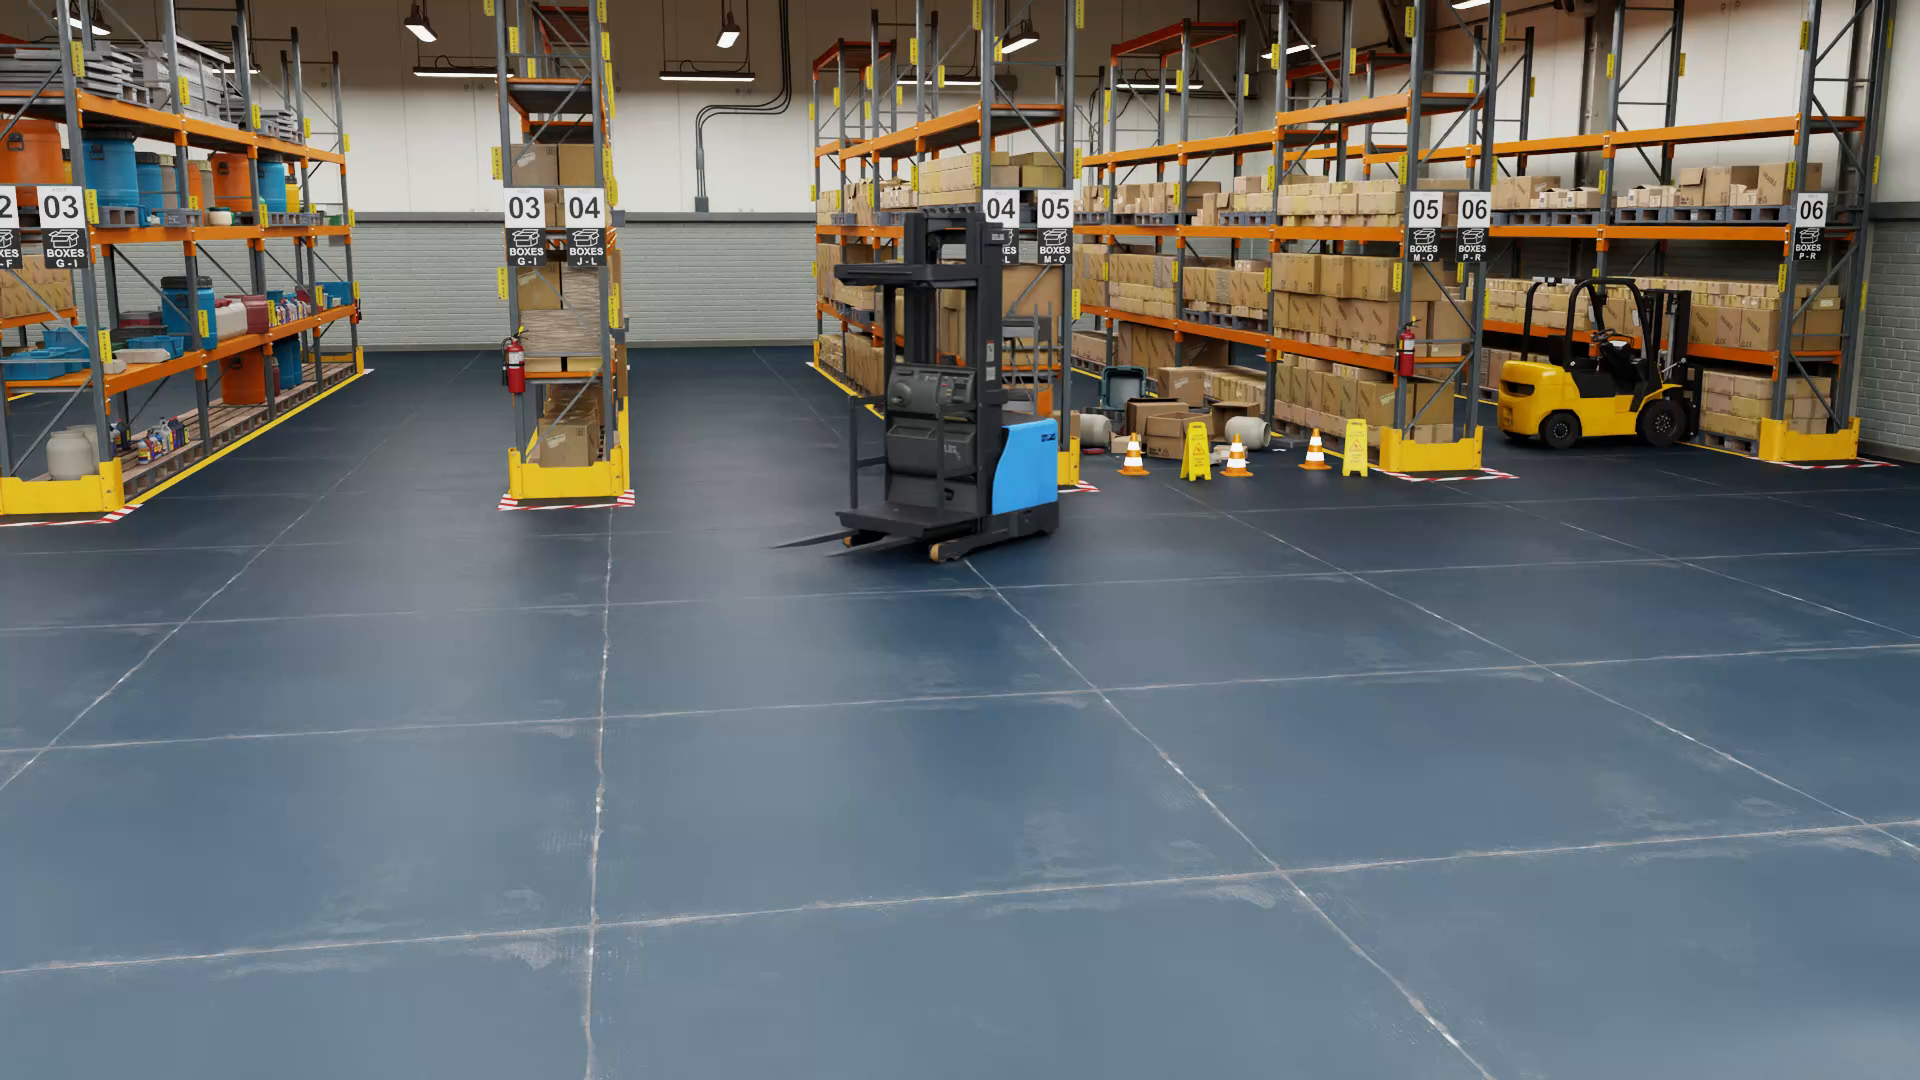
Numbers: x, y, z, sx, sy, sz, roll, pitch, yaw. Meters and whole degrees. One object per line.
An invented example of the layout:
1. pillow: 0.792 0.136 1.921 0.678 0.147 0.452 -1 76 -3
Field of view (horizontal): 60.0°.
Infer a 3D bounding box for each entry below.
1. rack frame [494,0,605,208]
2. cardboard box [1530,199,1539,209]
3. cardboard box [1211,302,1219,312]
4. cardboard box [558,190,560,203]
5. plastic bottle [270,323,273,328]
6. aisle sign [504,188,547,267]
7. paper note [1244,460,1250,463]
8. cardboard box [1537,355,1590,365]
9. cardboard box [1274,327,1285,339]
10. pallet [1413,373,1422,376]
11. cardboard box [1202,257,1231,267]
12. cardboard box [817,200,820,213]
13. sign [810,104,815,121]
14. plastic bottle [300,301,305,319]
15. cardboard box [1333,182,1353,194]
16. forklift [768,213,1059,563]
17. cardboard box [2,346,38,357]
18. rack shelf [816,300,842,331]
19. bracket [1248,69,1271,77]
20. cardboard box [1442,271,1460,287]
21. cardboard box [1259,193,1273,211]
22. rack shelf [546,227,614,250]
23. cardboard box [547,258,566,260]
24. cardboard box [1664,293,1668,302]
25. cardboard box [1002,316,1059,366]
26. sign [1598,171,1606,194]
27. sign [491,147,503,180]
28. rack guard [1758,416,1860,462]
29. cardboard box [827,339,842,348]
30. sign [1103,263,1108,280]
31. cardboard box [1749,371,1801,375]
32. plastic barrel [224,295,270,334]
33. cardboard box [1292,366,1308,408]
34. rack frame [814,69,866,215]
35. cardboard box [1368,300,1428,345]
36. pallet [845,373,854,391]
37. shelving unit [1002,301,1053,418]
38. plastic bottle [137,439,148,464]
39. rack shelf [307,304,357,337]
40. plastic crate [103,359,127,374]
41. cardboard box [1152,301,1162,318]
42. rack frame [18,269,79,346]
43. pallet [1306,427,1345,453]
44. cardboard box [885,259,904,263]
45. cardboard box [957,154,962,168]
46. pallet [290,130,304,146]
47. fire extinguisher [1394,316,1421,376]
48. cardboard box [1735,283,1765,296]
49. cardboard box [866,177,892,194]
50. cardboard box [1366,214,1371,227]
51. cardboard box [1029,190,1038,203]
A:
1. rack frame: -4.163 -4.888 16.810 1.000 3.000 0.127 -2 11 -11
2. cardboard box: 8.986 -5.154 25.510 0.380 0.149 0.250 -2 11 -12
3. cardboard box: 4.069 -3.587 25.571 0.380 0.149 0.250 -1 11 -8
4. cardboard box: -4.115 -3.688 17.865 0.380 0.149 0.250 -2 11 -12
5. plastic bottle: -10.364 -3.324 24.948 0.061 0.283 0.133 -2 11 -11
6. aisle sign: -4.445 -3.196 17.011 0.394 0.787 0.004 -2 11 -11
7. paper note: 3.421 -0.944 20.072 0.148 0.019 0.142 -6 13 -31
8. cardboard box: 9.392 -2.494 25.503 0.875 0.625 0.625 -2 11 -12
9. cardboard box: 4.526 -2.842 22.777 0.380 0.149 0.250 -2 11 -11
10. pallet: 8.528 -2.941 30.086 1.003 0.211 1.213 -2 11 -11
11. cardboard box: 4.146 -4.408 27.392 0.500 0.500 0.500 -2 11 -13
12. cardboard box: -2.558 -6.591 32.843 0.500 0.250 0.500 -2 11 -10
13. sign: -2.922 -8.462 32.879 0.100 0.325 0.005 -2 11 -11
14. plastic bottle: -10.872 -3.803 27.466 0.061 0.283 0.133 -2 11 -11
15. cardboard box: 4.871 -4.374 20.673 0.380 0.149 0.250 -2 11 -10
16. forklift: -0.387 -1.349 14.443 1.130 2.935 3.031 8 14 38
17. cardboard box: -16.585 -3.116 29.047 0.797 0.503 0.637 -2 11 -11
18. rack shelf: -2.001 -4.317 31.779 1.077 0.370 4.000 -2 11 -11
19. bracket: 6.701 -11.235 40.531 0.076 0.066 5.218 -2 11 -11
20. cardboard box: 8.371 -4.499 29.414 0.797 0.503 0.637 -2 11 -12
21. cardboard box: 4.524 -4.743 23.348 0.500 0.250 0.500 -2 11 -12
22. rack shelf: -5.330 -4.161 22.939 1.077 0.370 4.000 -2 11 -11
23. cardboard box: -4.799 -2.994 19.169 0.500 0.500 0.500 -2 11 -11
24. cardboard box: 9.672 -3.280 22.404 0.380 0.149 0.250 -2 11 -13
25. cardboard box: 0.605 -2.243 18.556 0.875 0.550 0.550 -2 11 -11
26. sign: 9.117 -5.077 23.599 0.100 0.325 0.005 -2 11 -11
27. sign: -4.712 -3.833 16.921 0.100 0.325 0.005 -2 11 -11
28. rack guard: 10.430 -1.250 20.427 1.175 0.500 0.348 -2 11 -11
29. cardboard box: -2.346 -3.786 31.976 0.380 0.149 0.250 -2 11 -10
30. sign: 2.680 -4.946 30.632 0.100 0.325 0.005 -2 11 -11
31. cardboard box: 10.417 -2.016 21.321 0.500 0.250 0.500 -2 11 -11
32. plastic barrel: -10.190 -3.221 23.731 0.600 0.536 0.708 -2 11 -11
33. cardboard box: 4.745 -2.043 22.133 0.500 0.500 0.500 -2 11 -9
34. rack frame: -2.390 -7.984 33.078 1.000 3.000 0.127 -2 11 -11
35. cardboard box: 5.182 -2.586 19.697 0.500 0.500 0.500 -2 11 -12
36. pallet: -1.459 -2.791 29.295 1.003 0.211 1.213 -2 11 -11
37. shelving unit: 0.618 -1.229 16.037 0.431 2.100 0.503 4 11 18
38. plastic bottle: -9.069 -0.980 18.445 0.097 0.271 0.097 0 11 0
39. rack shelf: -11.744 -3.975 29.982 1.077 0.370 4.000 -2 11 -11
40. plastic crate: -8.880 -1.807 17.373 0.298 0.136 0.250 -2 11 -11
41. cardboard box: 3.534 -3.871 27.914 0.500 0.250 0.500 -2 11 -10
42. rack frame: -16.993 -4.516 30.899 1.000 3.000 0.127 -2 11 -11
43. pallet: 5.186 -1.319 21.561 1.003 0.211 1.213 -2 11 -11
44. cardboard box: -0.757 -4.027 25.393 0.700 0.500 0.500 -2 11 -11
45. cardboard box: 0.174 -4.290 18.838 0.380 0.149 0.250 -2 11 -10
46. pallet: -11.164 -6.469 26.690 1.003 0.211 1.213 -2 11 -11
47. fire extinguisher: 5.128 -2.225 19.073 0.296 0.674 0.183 -2 11 -11
48. cardboard box: 9.993 -3.145 20.902 0.380 0.149 0.250 -2 11 -10
49. cardboard box: -1.282 -5.627 26.400 0.396 0.266 0.258 -2 11 -11
50. cardboard box: 5.131 -3.850 20.050 0.380 0.149 0.250 -2 11 -11
51. cardboard box: 0.970 -3.783 18.307 0.380 0.149 0.250 -2 11 -11
